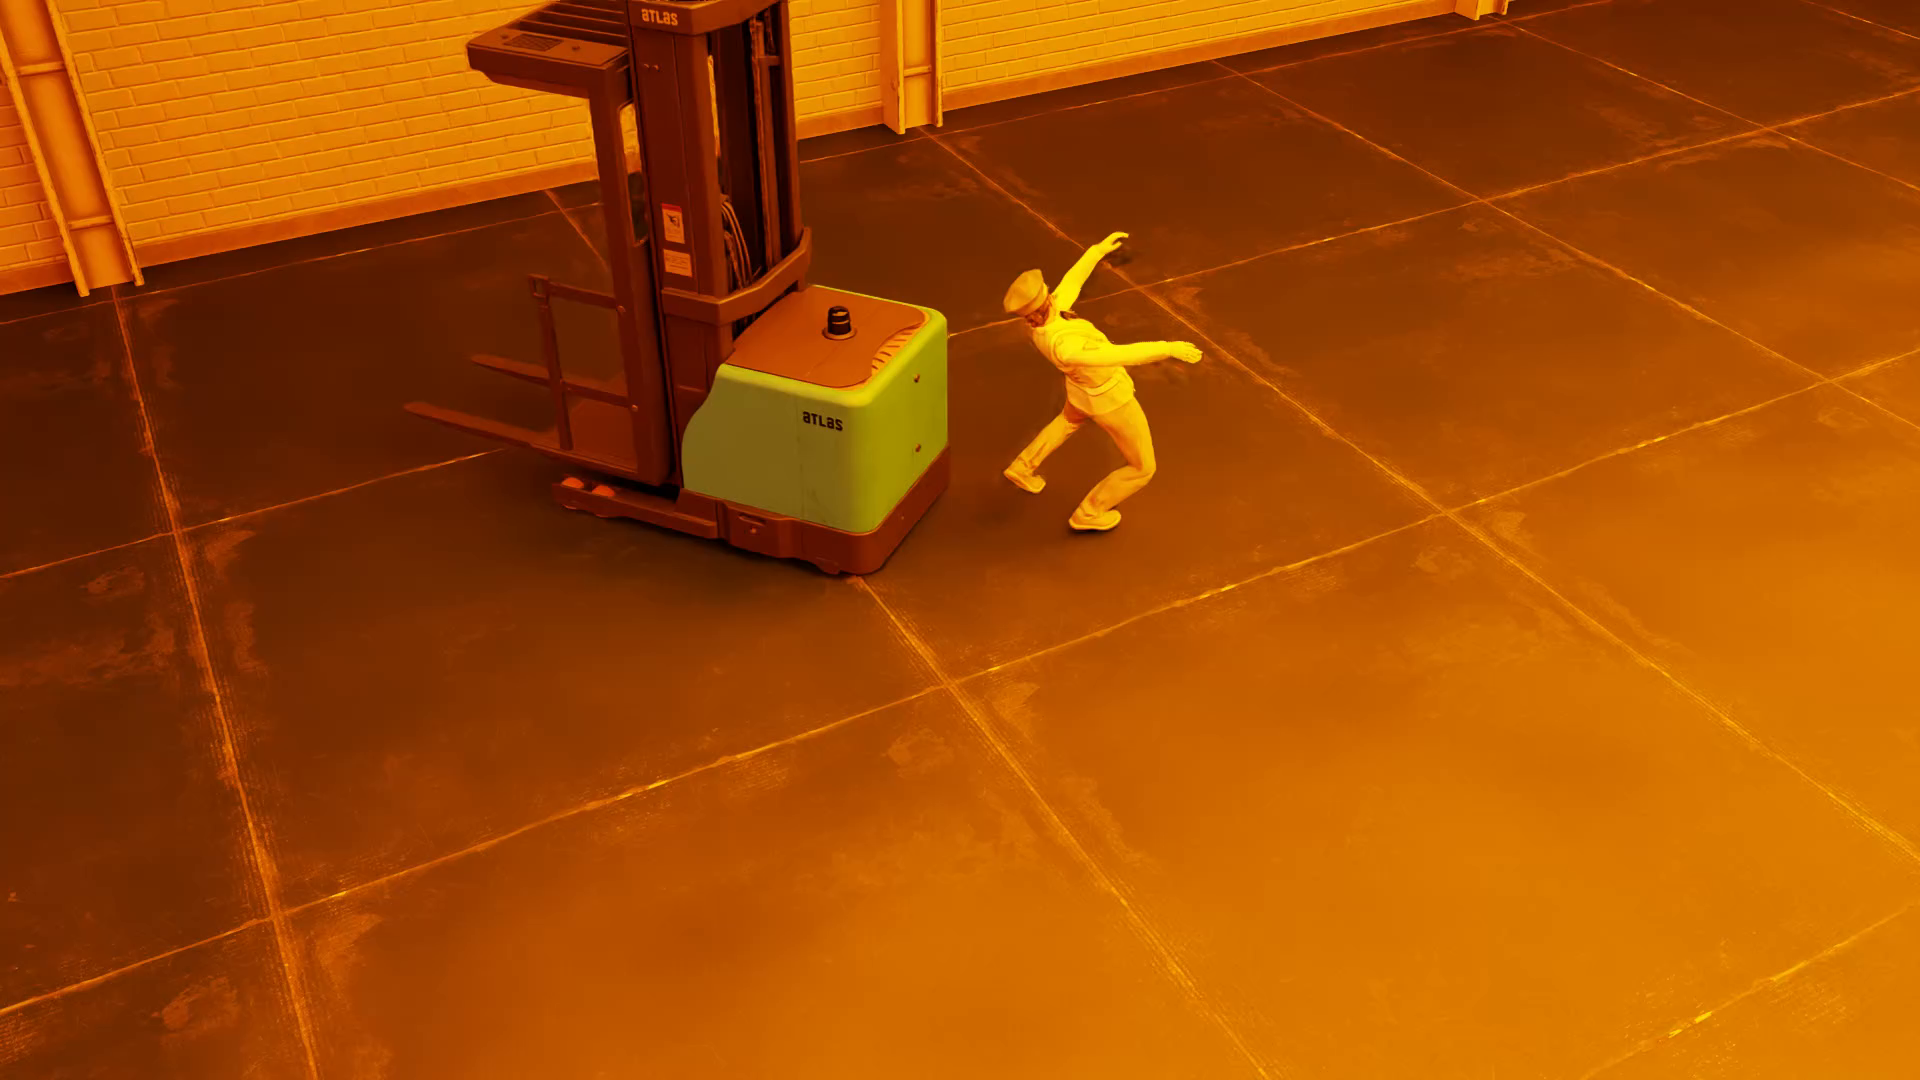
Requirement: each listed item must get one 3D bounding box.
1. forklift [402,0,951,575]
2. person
[{"bbox_3d":[-1.614,-1.578,8.356,3.031,2.935,1.130,14,38,19],"label":"forklift"},{"bbox_3d":[0.673,-0.670,8.269,0.698,1.511,0.979,-22,41,-28],"label":"person"}]
